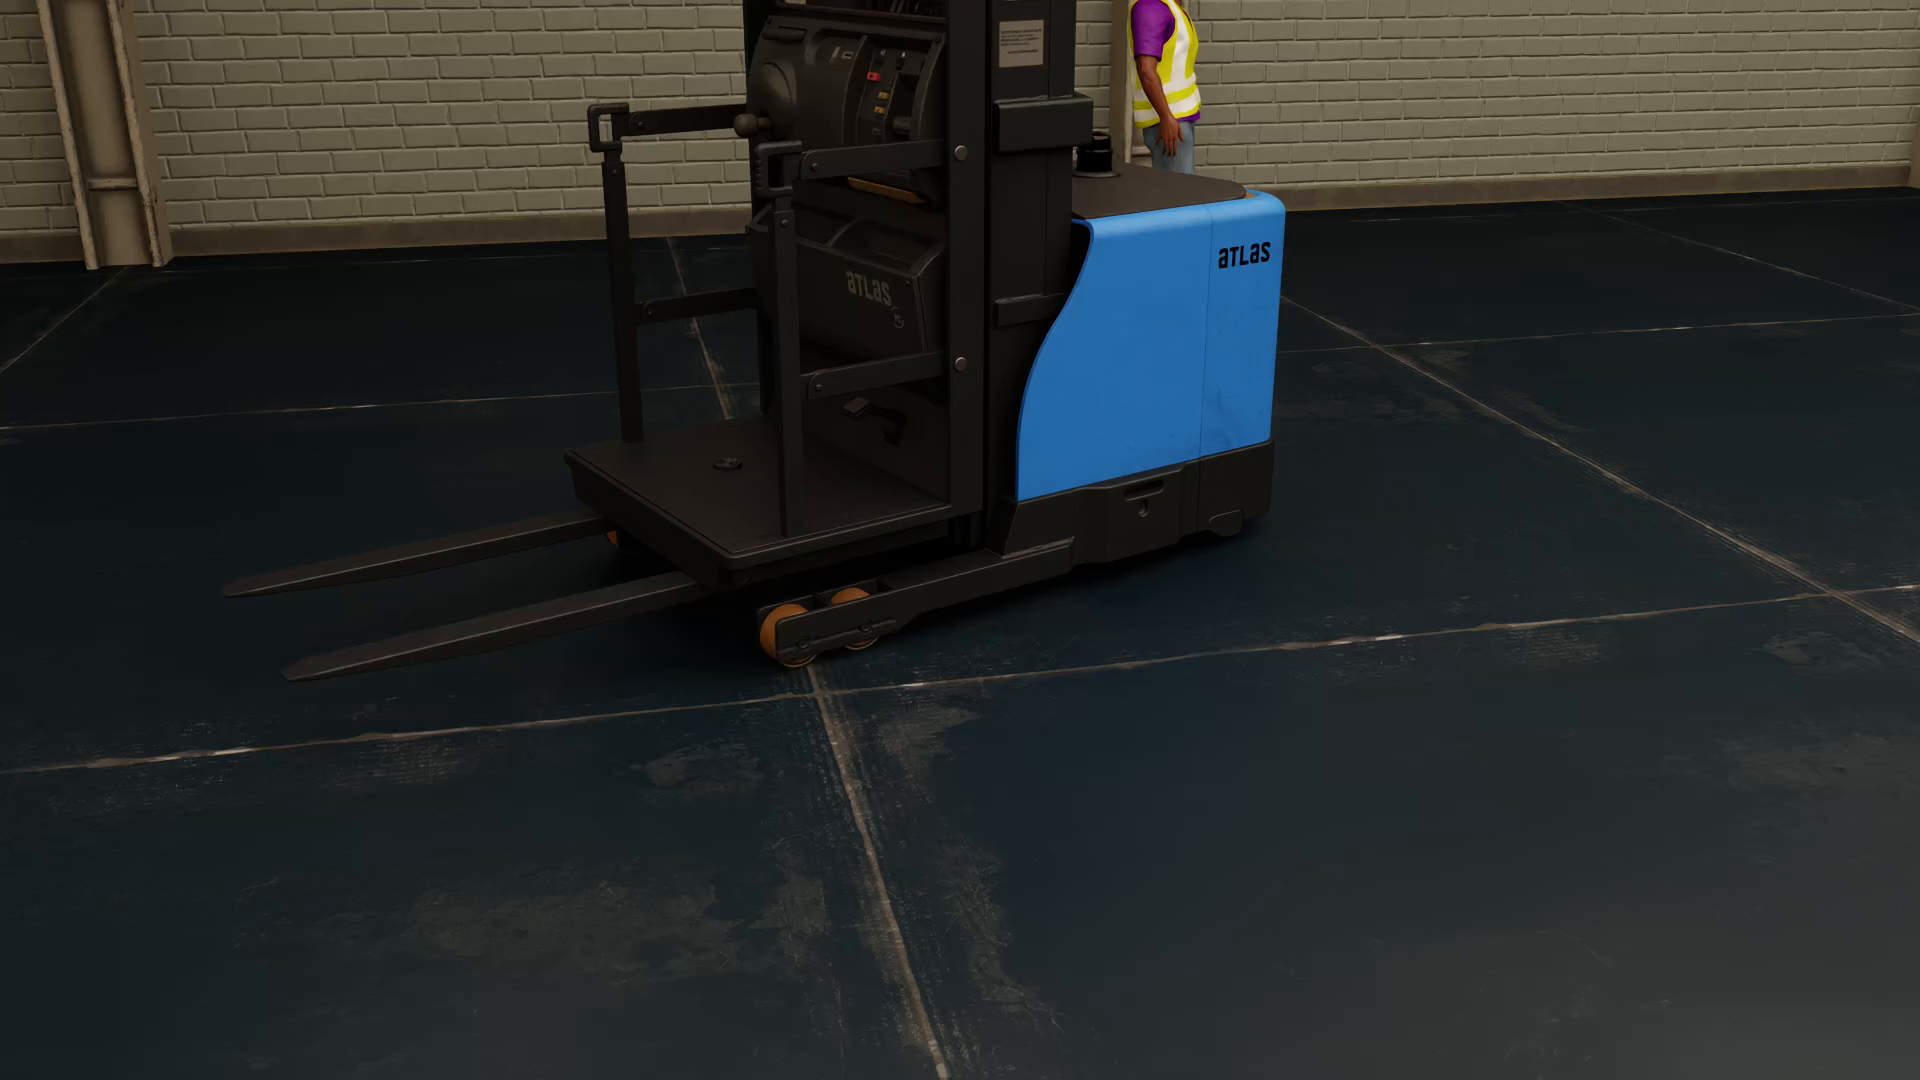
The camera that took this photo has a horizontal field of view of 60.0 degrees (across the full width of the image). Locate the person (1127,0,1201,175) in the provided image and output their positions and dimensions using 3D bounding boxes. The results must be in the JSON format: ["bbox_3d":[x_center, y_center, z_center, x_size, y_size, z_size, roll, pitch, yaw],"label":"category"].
[{"bbox_3d":[1.109,-2.066,8.208,0.578,1.765,0.666,5,22,14],"label":"person"}]

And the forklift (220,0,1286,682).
[{"bbox_3d":[-0.499,-1.245,4.450,3.031,2.935,1.130,-14,25,-32],"label":"forklift"}]
